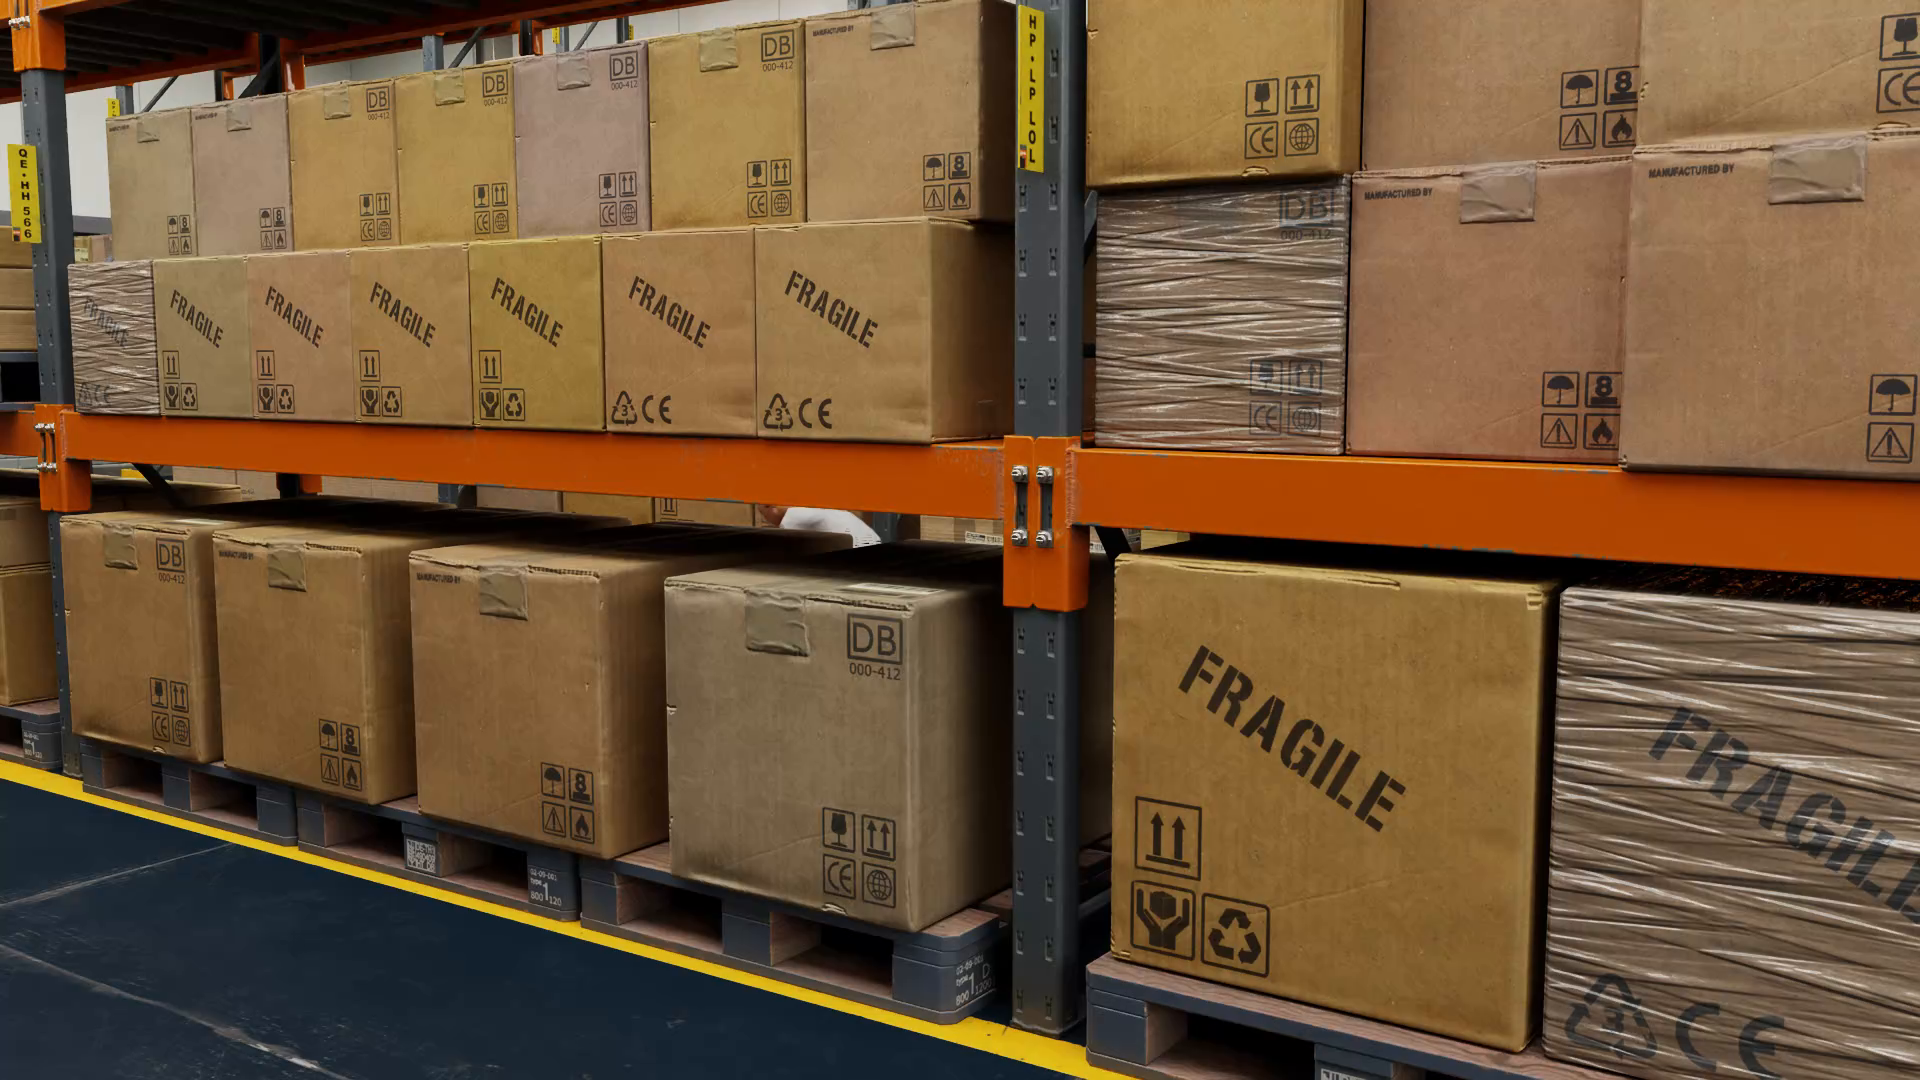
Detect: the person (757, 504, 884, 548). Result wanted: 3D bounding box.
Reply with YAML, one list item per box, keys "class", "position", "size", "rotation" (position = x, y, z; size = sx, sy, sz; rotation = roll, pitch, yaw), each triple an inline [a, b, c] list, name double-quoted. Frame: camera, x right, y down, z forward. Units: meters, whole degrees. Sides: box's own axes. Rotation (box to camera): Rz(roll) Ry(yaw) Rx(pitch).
- class: "person"
  position: [-0.659, 0.158, 7.834]
  size: [0.802, 0.956, 0.456]
  rotation: [4, 8, 32]
